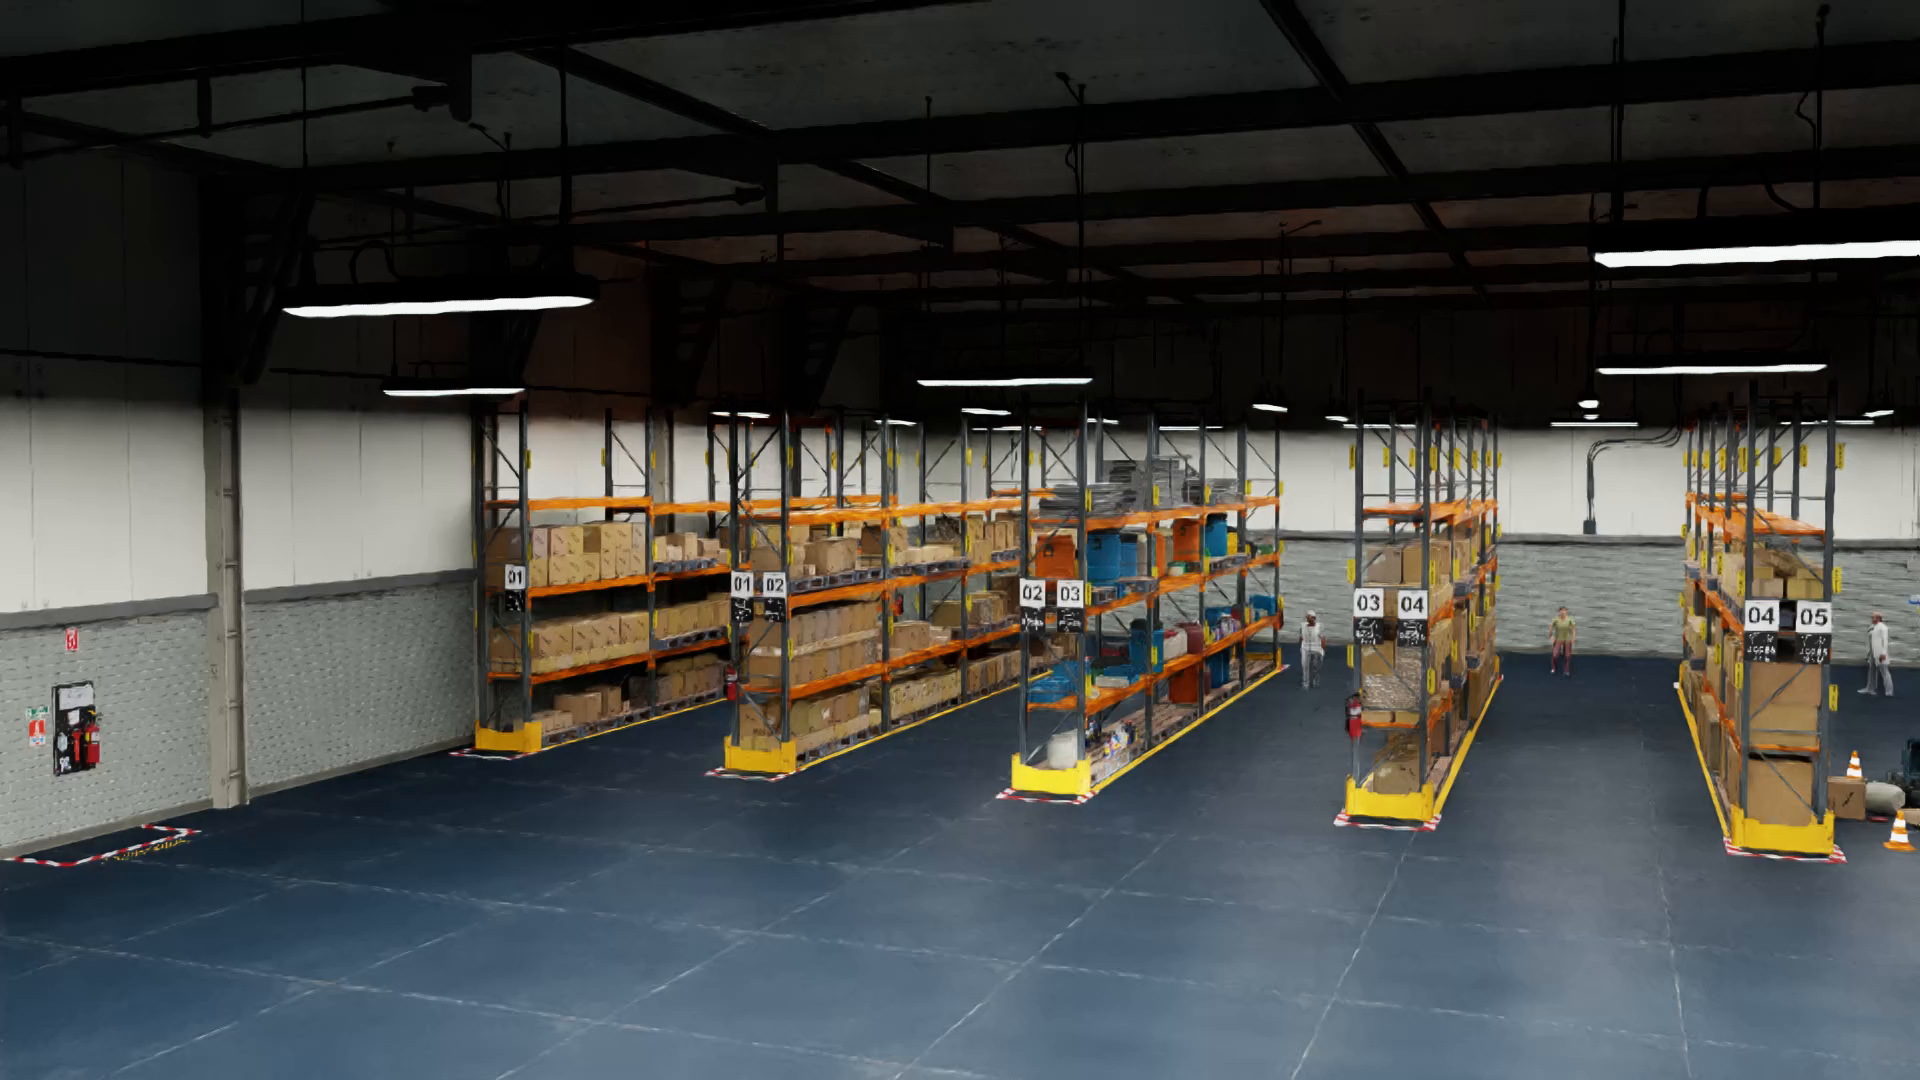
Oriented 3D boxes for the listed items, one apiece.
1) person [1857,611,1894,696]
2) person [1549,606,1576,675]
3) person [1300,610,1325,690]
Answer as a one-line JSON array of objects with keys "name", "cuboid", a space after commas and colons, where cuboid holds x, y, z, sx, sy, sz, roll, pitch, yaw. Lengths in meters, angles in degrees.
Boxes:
[{"name": "person", "cuboid": [19.457, 2.399, 35.219, 0.585, 1.776, 0.706, 0, 3, 4]}, {"name": "person", "cuboid": [13.961, 2.327, 38.539, 0.598, 1.617, 0.507, 1, 3, 19]}, {"name": "person", "cuboid": [7.650, 2.378, 36.144, 0.577, 1.733, 1.042, 1, 3, 20]}]
